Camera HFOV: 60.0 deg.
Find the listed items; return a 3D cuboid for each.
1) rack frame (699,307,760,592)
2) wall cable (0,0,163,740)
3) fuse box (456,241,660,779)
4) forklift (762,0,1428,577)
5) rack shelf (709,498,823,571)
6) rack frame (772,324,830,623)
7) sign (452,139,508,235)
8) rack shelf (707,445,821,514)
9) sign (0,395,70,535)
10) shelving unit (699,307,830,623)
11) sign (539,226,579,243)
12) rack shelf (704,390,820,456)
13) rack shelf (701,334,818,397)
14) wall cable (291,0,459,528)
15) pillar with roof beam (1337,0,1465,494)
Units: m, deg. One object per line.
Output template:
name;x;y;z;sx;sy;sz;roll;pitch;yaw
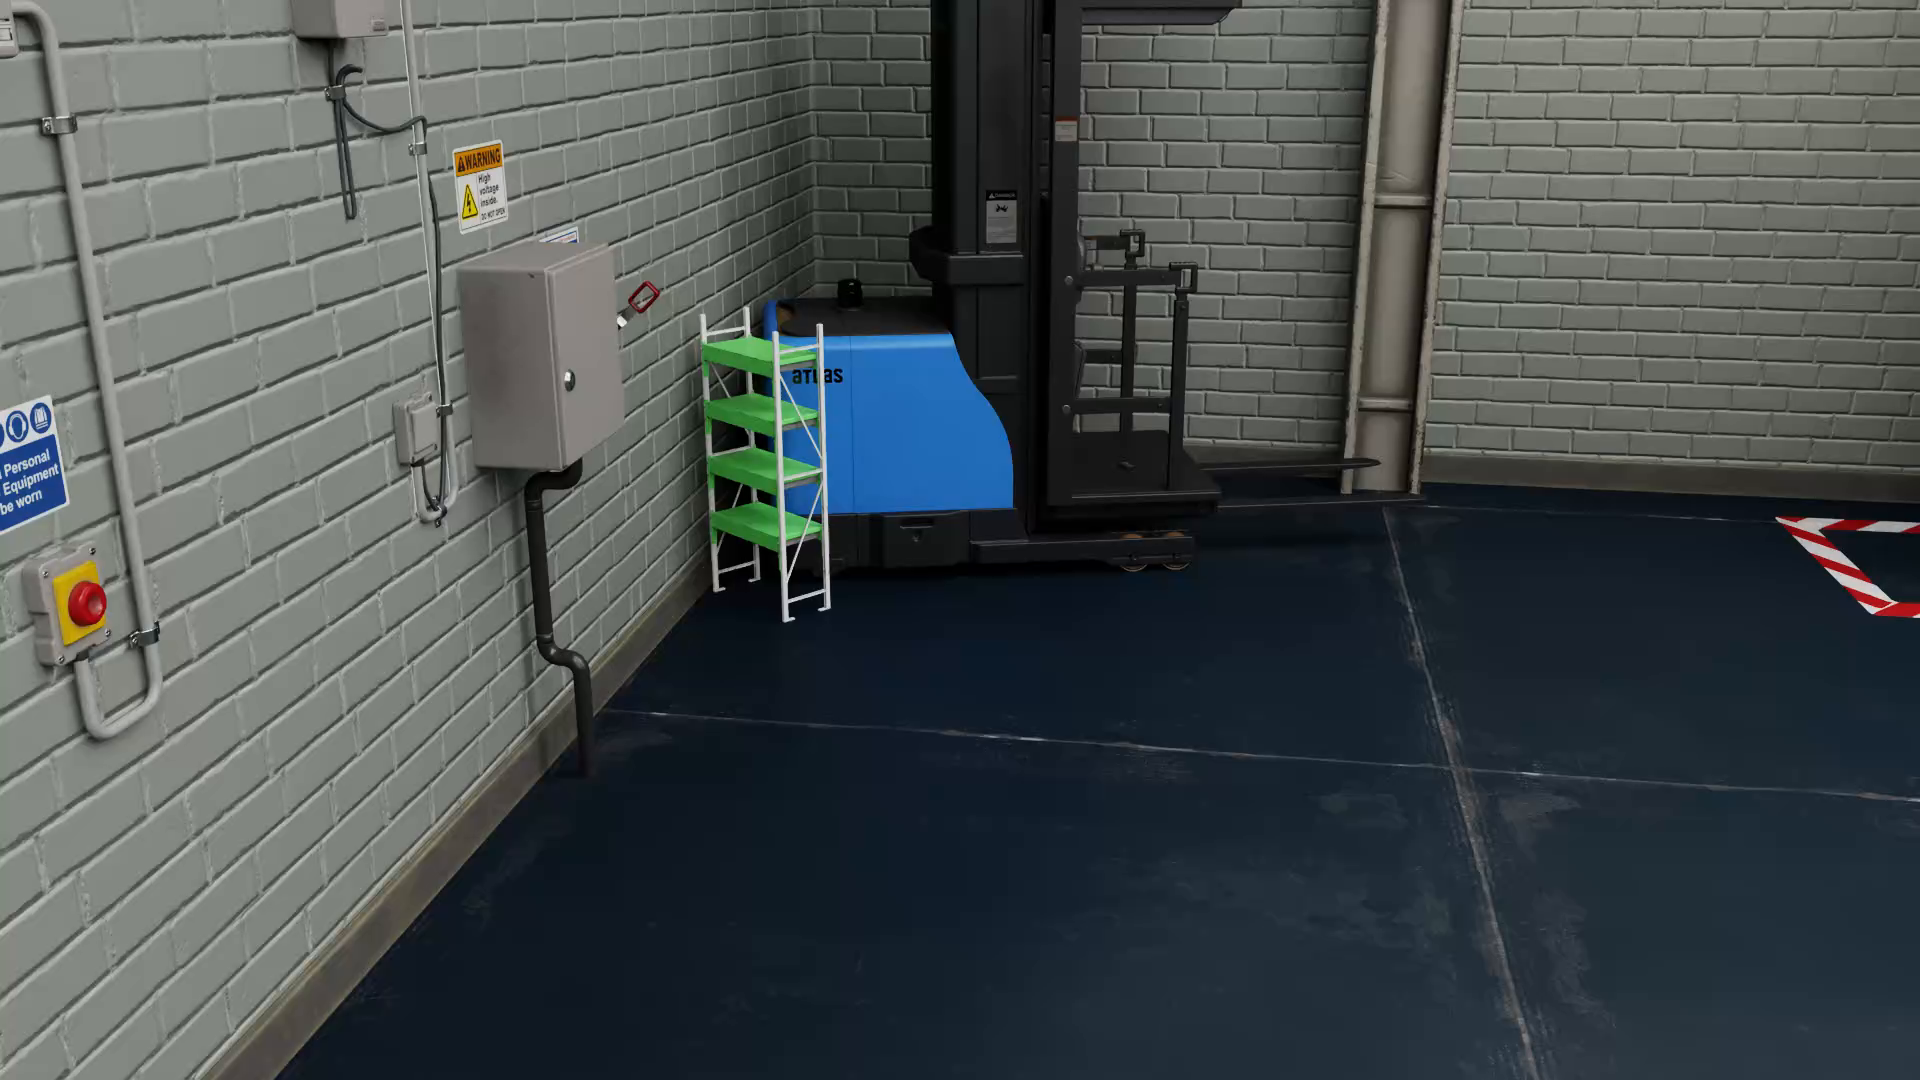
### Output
rack frame;-0.968;-0.372;7.024;0.240;1.200;0.015;-17;25;-40
wall cable;-1.669;-0.501;2.922;0.123;1.953;0.585;3;19;9
fuse box;-1.192;-0.044;5.237;0.414;1.711;0.539;3;19;9
forklift;0.619;-1.414;7.409;3.031;2.935;1.130;-2;19;-7
rack shelf;-0.801;-0.027;6.952;0.258;0.148;0.480;-17;25;-40
rack frame;-0.634;-0.259;6.686;0.240;1.200;0.015;-17;25;-40
sign;-1.405;-1.040;4.881;0.001;0.242;0.339;3;19;9
rack shelf;-0.801;-0.255;6.876;0.258;0.148;0.480;-17;25;-40
sign;-1.737;-0.120;3.009;0.001;0.218;0.327;3;19;9
shelving unit;-0.801;-0.316;6.855;0.258;1.200;0.503;-17;25;-40
sign;-1.318;-0.775;5.542;0.001;0.494;0.329;3;19;9
rack shelf;-0.801;-0.483;6.799;0.258;0.148;0.480;-17;25;-40
rack shelf;-0.801;-0.710;6.723;0.258;0.148;0.480;-17;25;-40
wall cable;-1.455;-0.931;4.257;0.122;1.984;0.588;3;19;9
pillar with roof beam;1.484;-3.197;3.177;0.400;9.000;9.100;3;19;9
